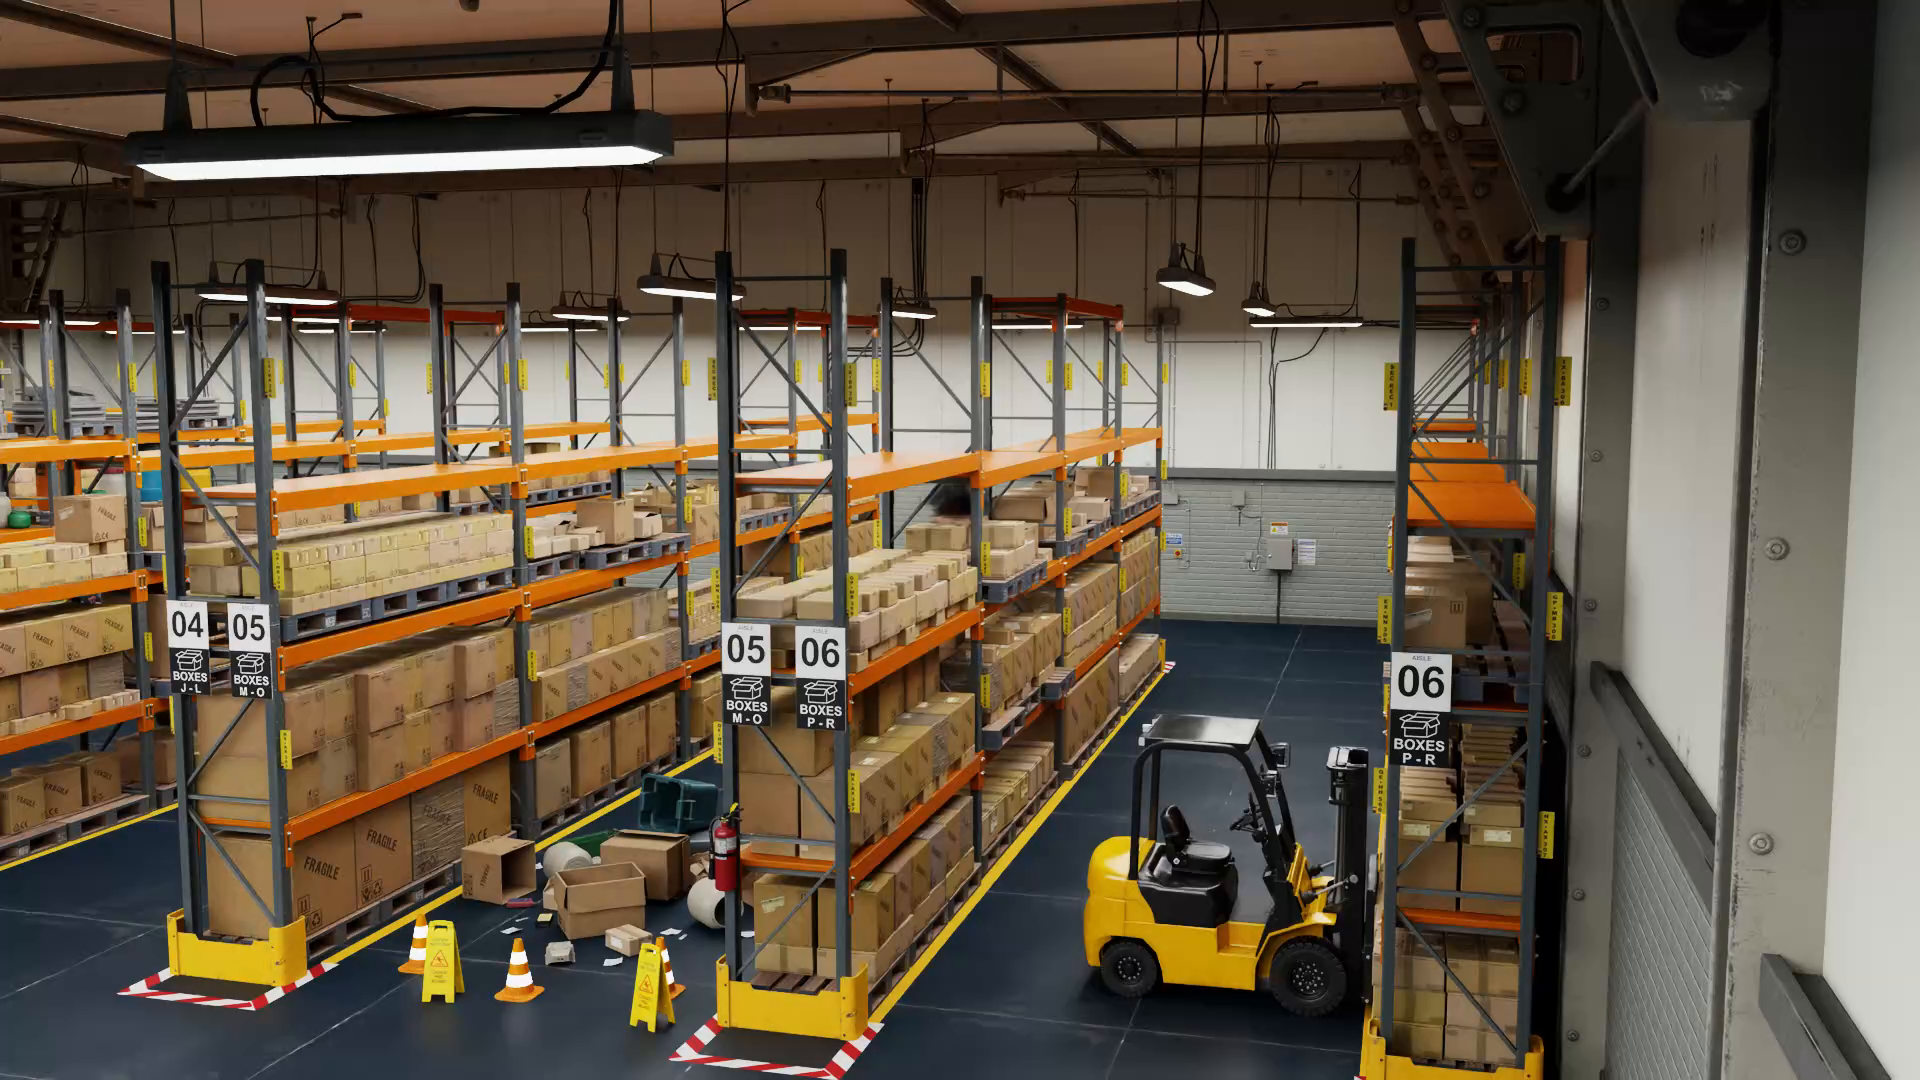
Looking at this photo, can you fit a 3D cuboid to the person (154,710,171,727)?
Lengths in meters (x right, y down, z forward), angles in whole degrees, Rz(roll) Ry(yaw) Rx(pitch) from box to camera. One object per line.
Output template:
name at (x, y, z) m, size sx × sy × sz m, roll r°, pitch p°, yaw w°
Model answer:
person at (-10.705, 1.942, 22.254) m, size 0.717 × 1.746 × 0.644 m, roll 2°, pitch 6°, yaw 15°
